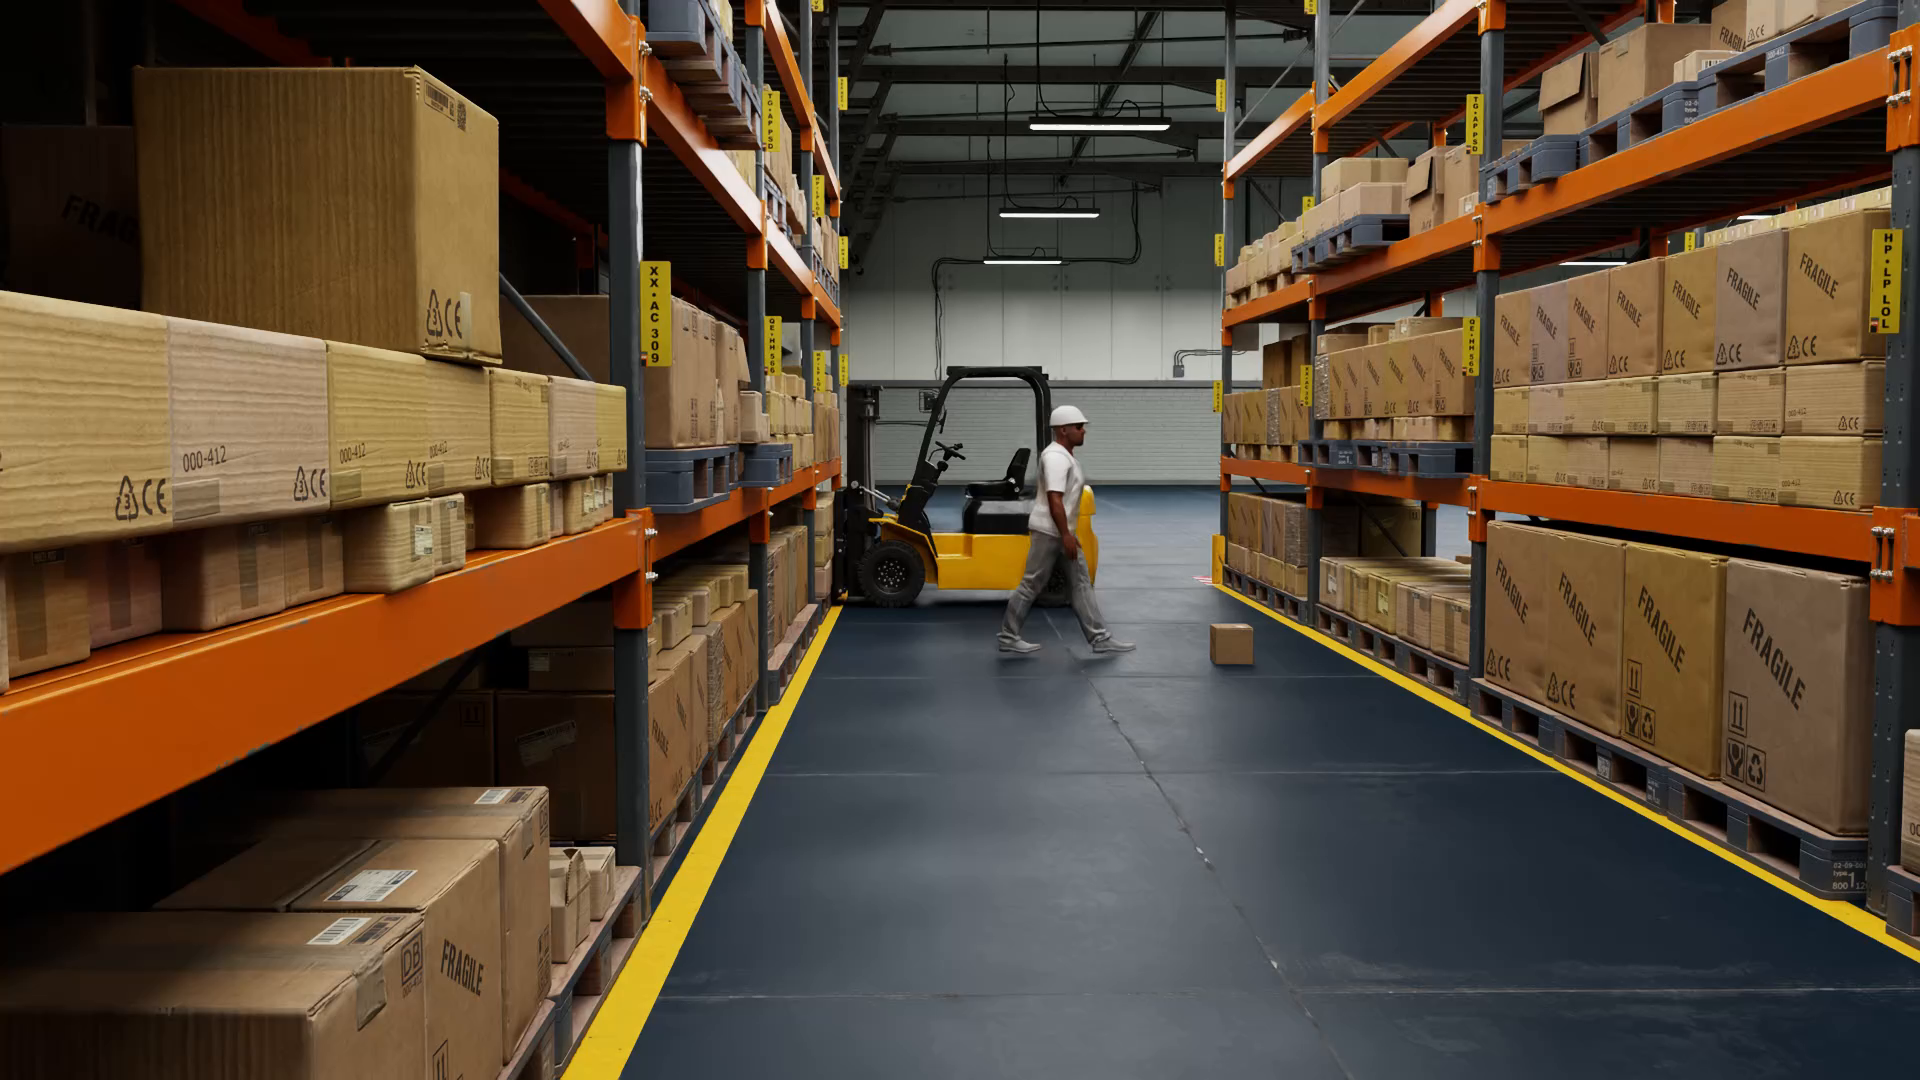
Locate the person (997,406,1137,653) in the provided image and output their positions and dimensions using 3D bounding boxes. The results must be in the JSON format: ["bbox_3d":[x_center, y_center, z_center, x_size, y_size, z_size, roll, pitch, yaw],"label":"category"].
[{"bbox_3d":[0.717,-0.067,11.425,0.959,1.706,0.603,1,4,15],"label":"person"}]
